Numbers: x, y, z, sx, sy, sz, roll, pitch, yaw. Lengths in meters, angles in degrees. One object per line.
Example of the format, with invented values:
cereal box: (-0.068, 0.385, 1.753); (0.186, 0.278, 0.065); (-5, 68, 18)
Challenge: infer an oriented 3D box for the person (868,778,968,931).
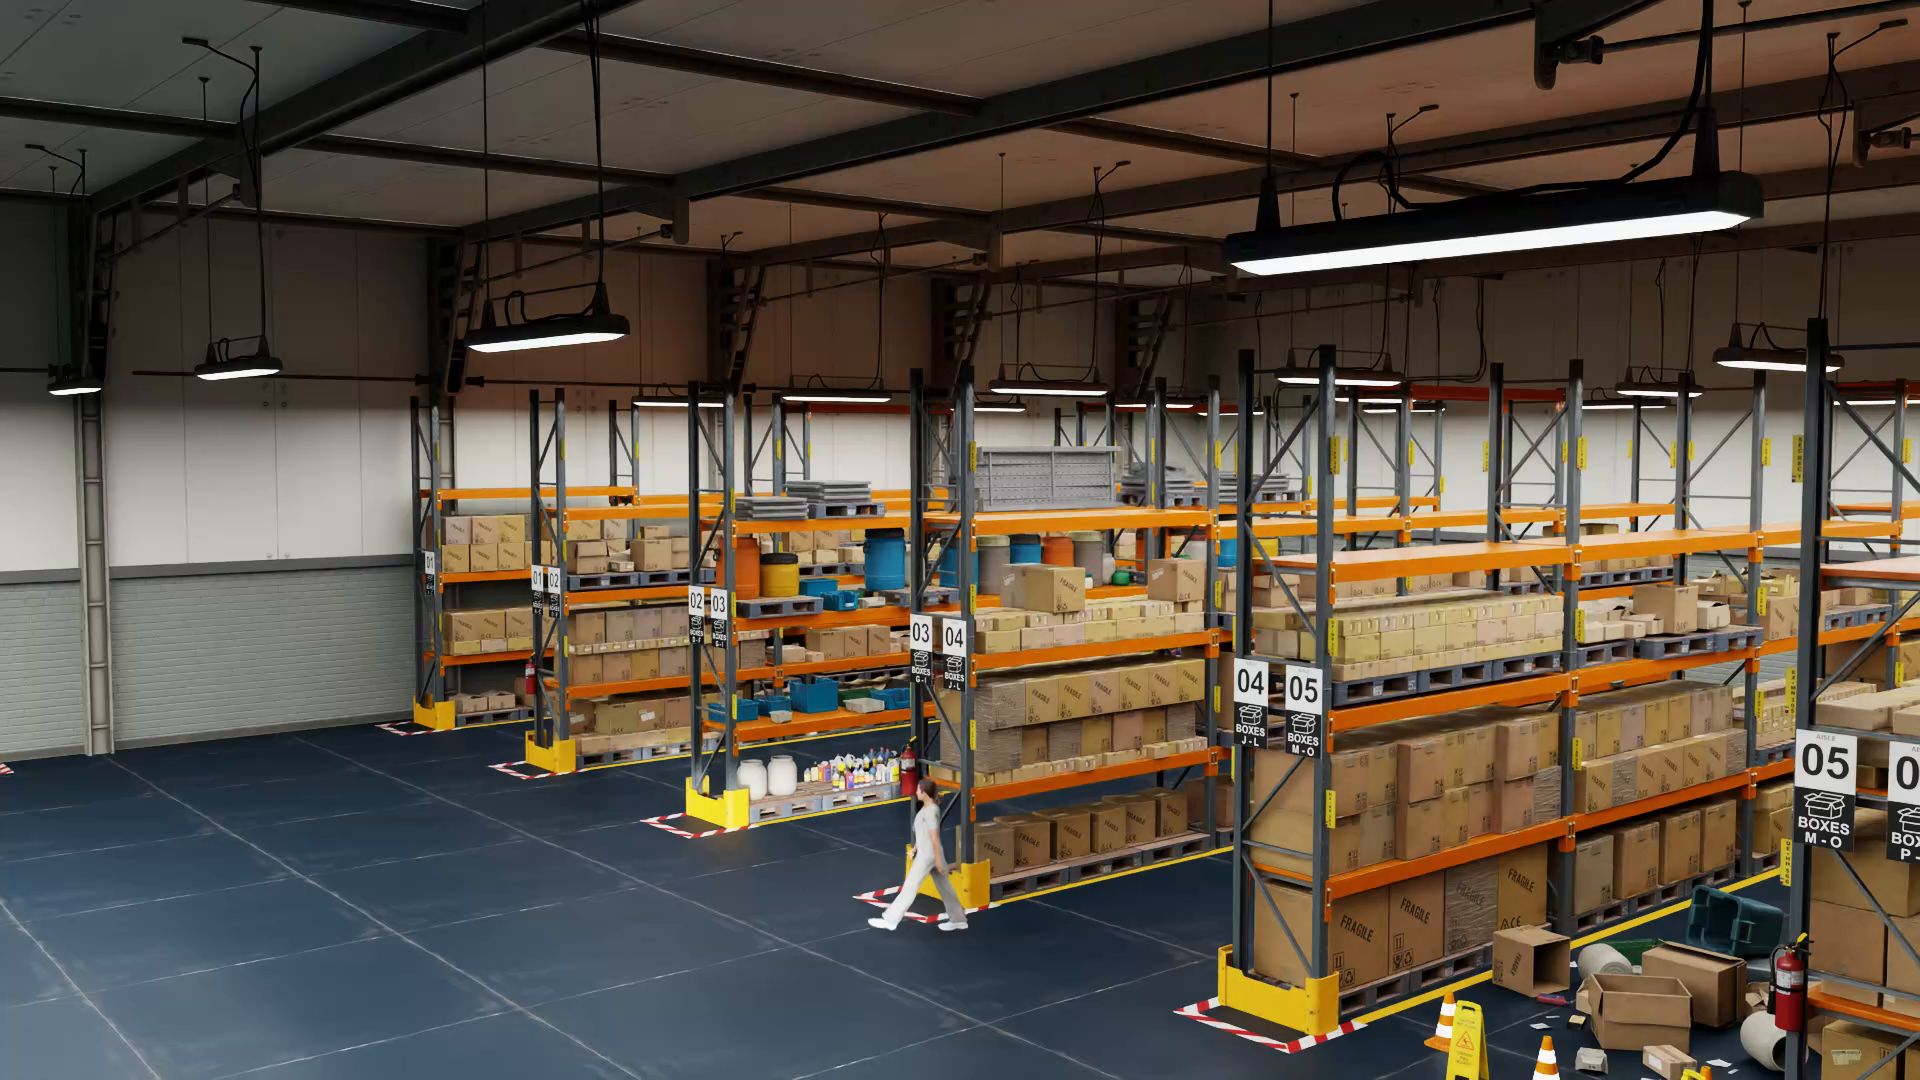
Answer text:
person: (-0.426, 3.302, 17.504); (1.017, 1.615, 0.479); (1, 3, 9)

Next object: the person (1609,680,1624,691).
person: (9.716, 2.875, 24.712); (0.490, 1.675, 0.526); (-2, 4, -25)
